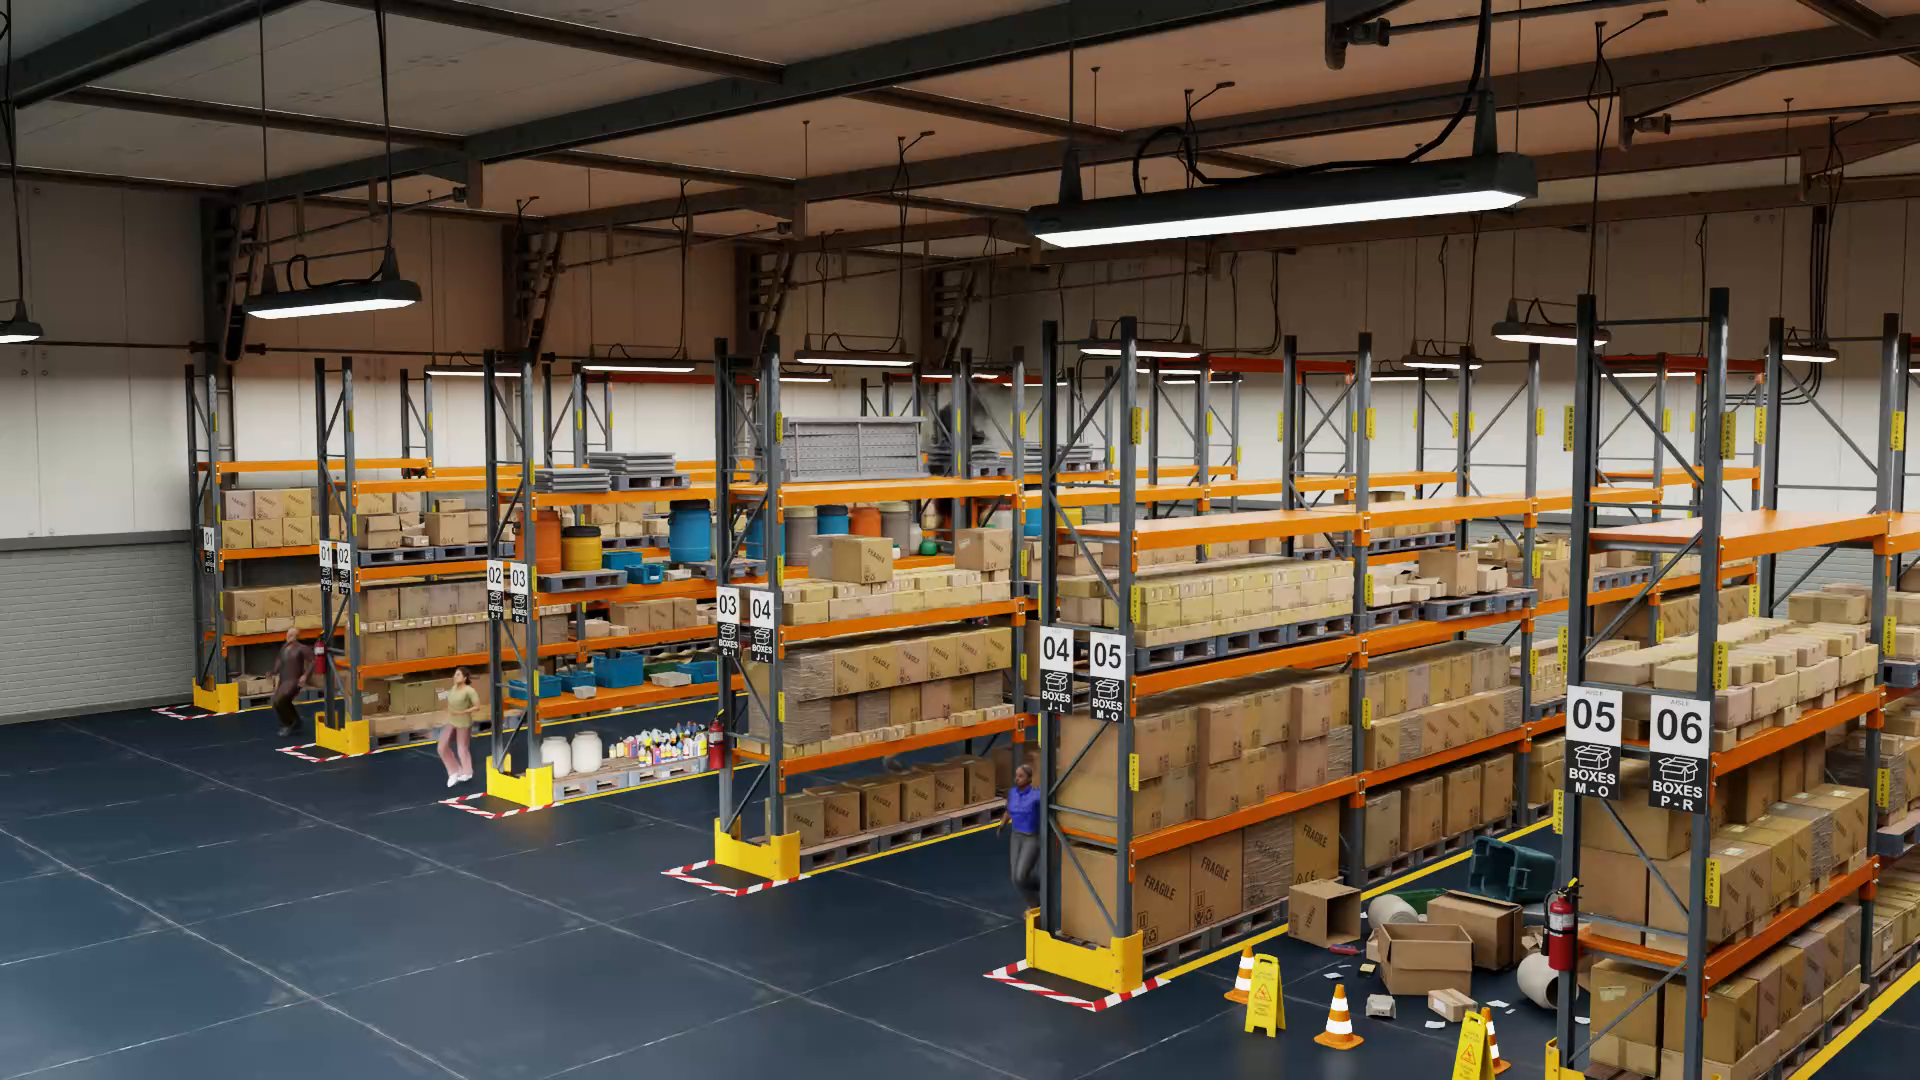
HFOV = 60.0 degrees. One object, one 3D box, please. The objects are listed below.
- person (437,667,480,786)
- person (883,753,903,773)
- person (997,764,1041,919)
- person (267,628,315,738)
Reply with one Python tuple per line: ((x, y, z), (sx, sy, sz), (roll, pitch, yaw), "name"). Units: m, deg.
((-6.893, 2.582, 22.995), (0.605, 1.678, 0.607), (2, 5, 24), "person")
((-0.943, 2.614, 22.396), (0.576, 1.660, 0.573), (4, 6, 42), "person")
((0.646, 3.075, 16.908), (0.585, 1.595, 0.564), (4, 6, 43), "person")
((-10.654, 2.278, 26.506), (0.766, 1.767, 0.680), (3, 5, 34), "person")
